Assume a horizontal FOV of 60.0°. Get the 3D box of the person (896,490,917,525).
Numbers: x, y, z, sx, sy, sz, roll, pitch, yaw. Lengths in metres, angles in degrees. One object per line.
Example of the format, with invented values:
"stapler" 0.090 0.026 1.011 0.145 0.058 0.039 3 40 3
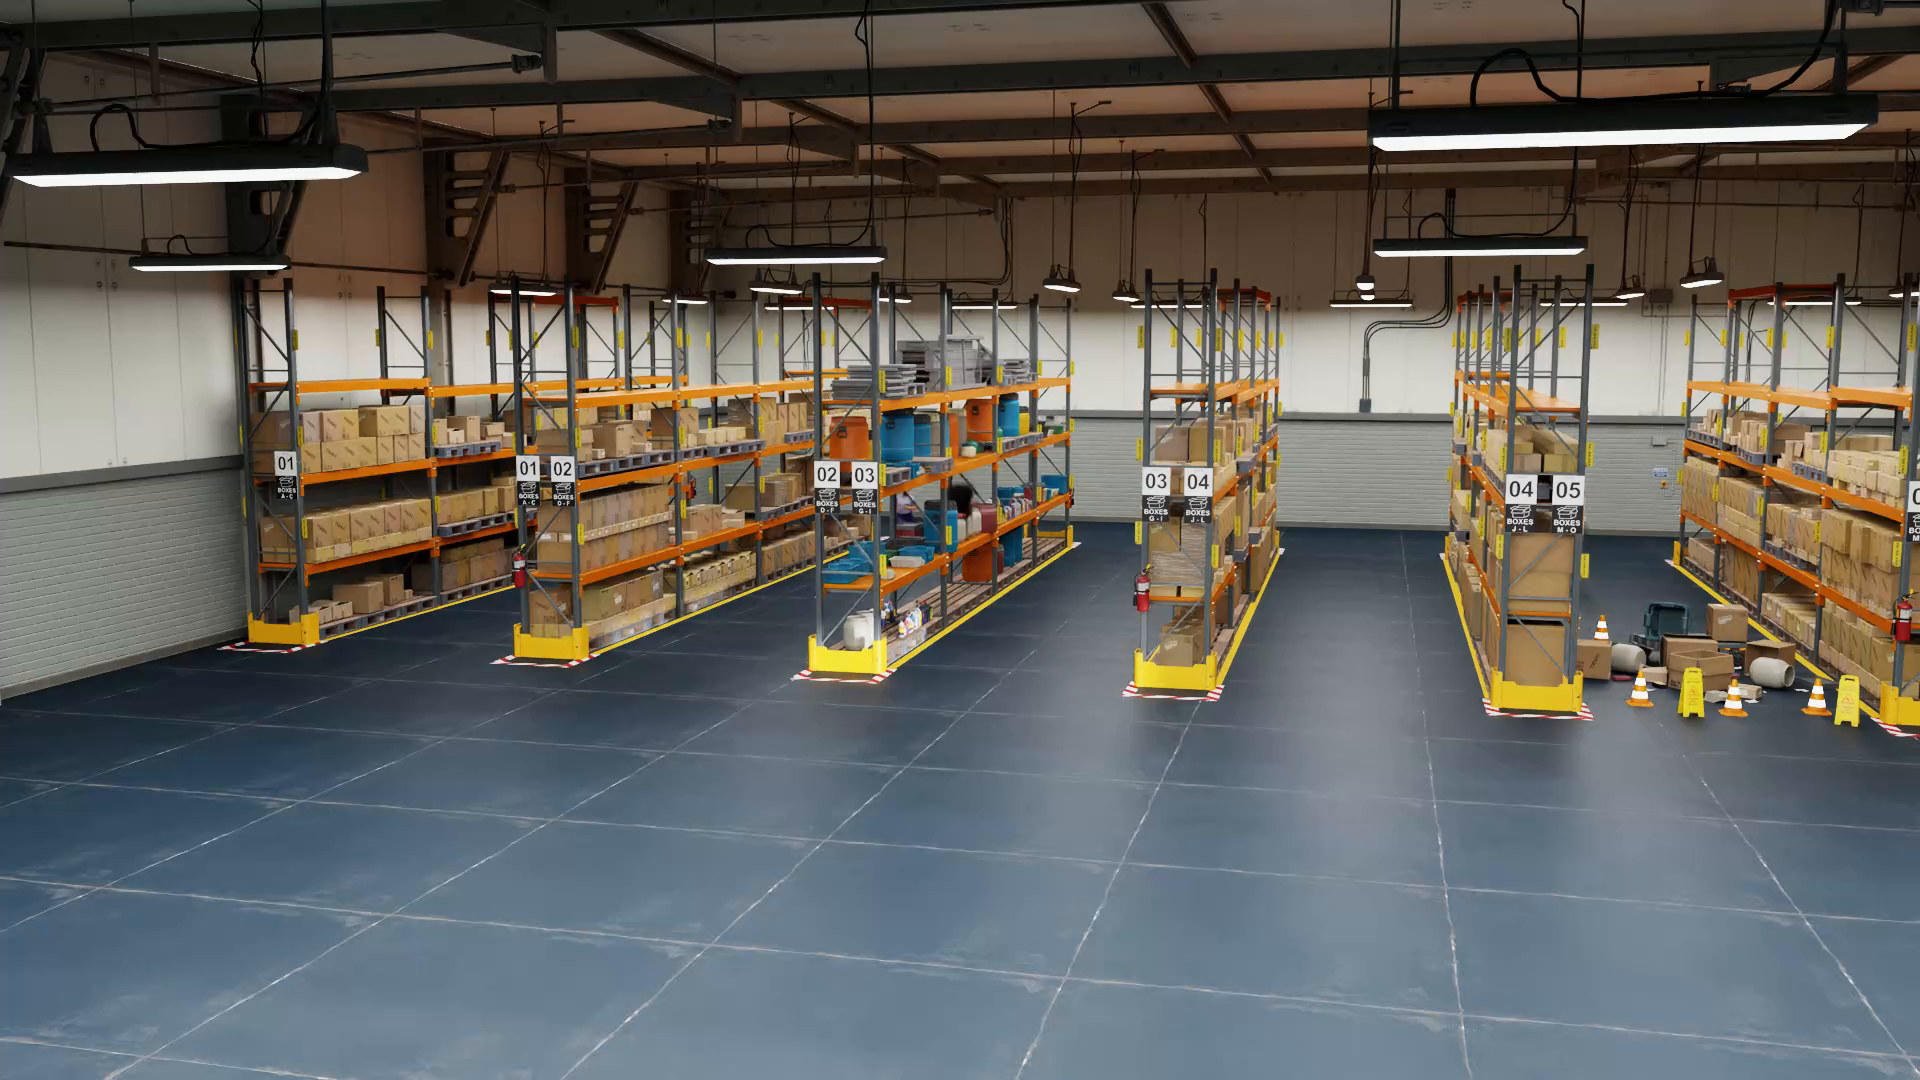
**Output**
"person" -1.273 -0.470 38.774 0.582 1.691 0.862 1 7 7
